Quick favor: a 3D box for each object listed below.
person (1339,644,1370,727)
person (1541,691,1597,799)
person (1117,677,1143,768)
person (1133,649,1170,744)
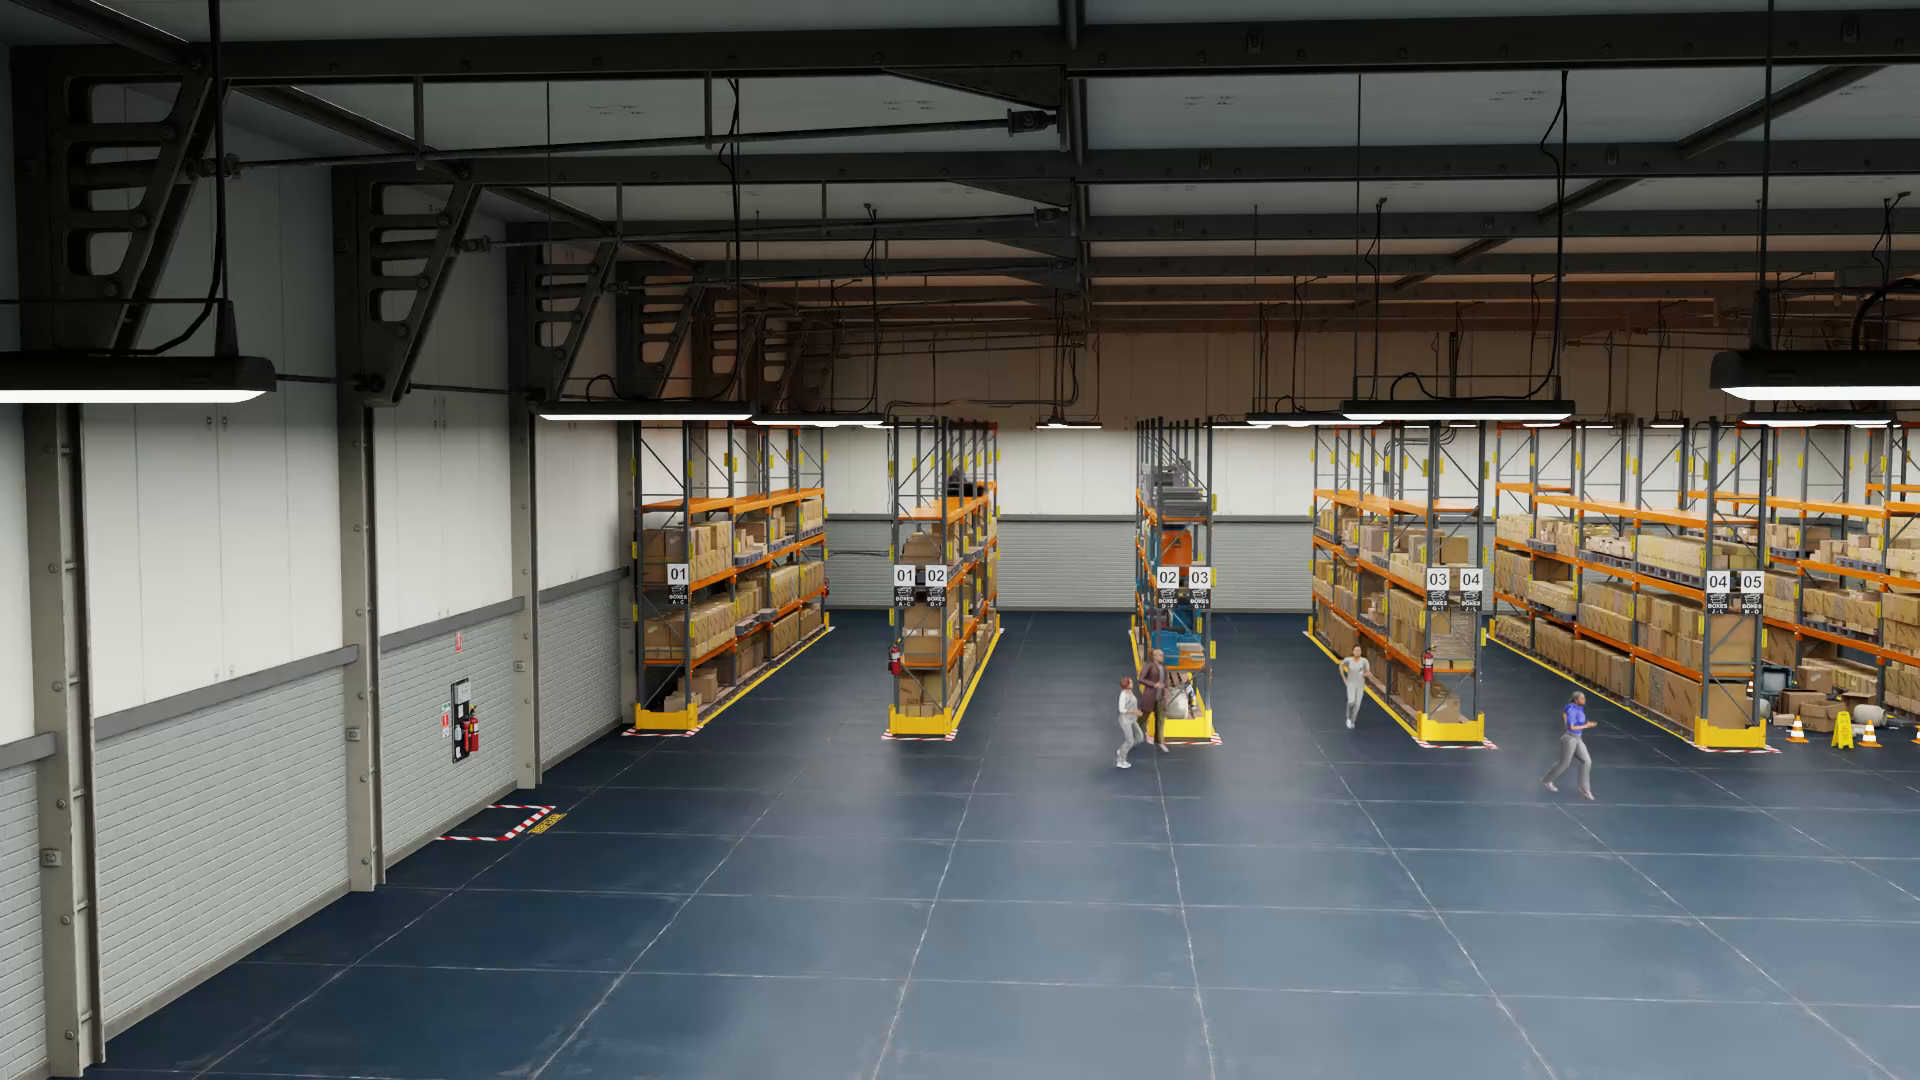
[{"bbox_3d":[7.588,2.807,31.922,0.560,1.627,0.659,0,4,4],"label":"person"},{"bbox_3d":[9.546,3.212,26.071,0.845,1.731,0.562,3,5,40],"label":"person"},{"bbox_3d":[2.906,3.097,28.231,0.534,1.550,0.523,2,4,29],"label":"person"},{"bbox_3d":[3.490,2.856,30.025,0.743,1.591,0.785,-2,4,-34],"label":"person"}]
